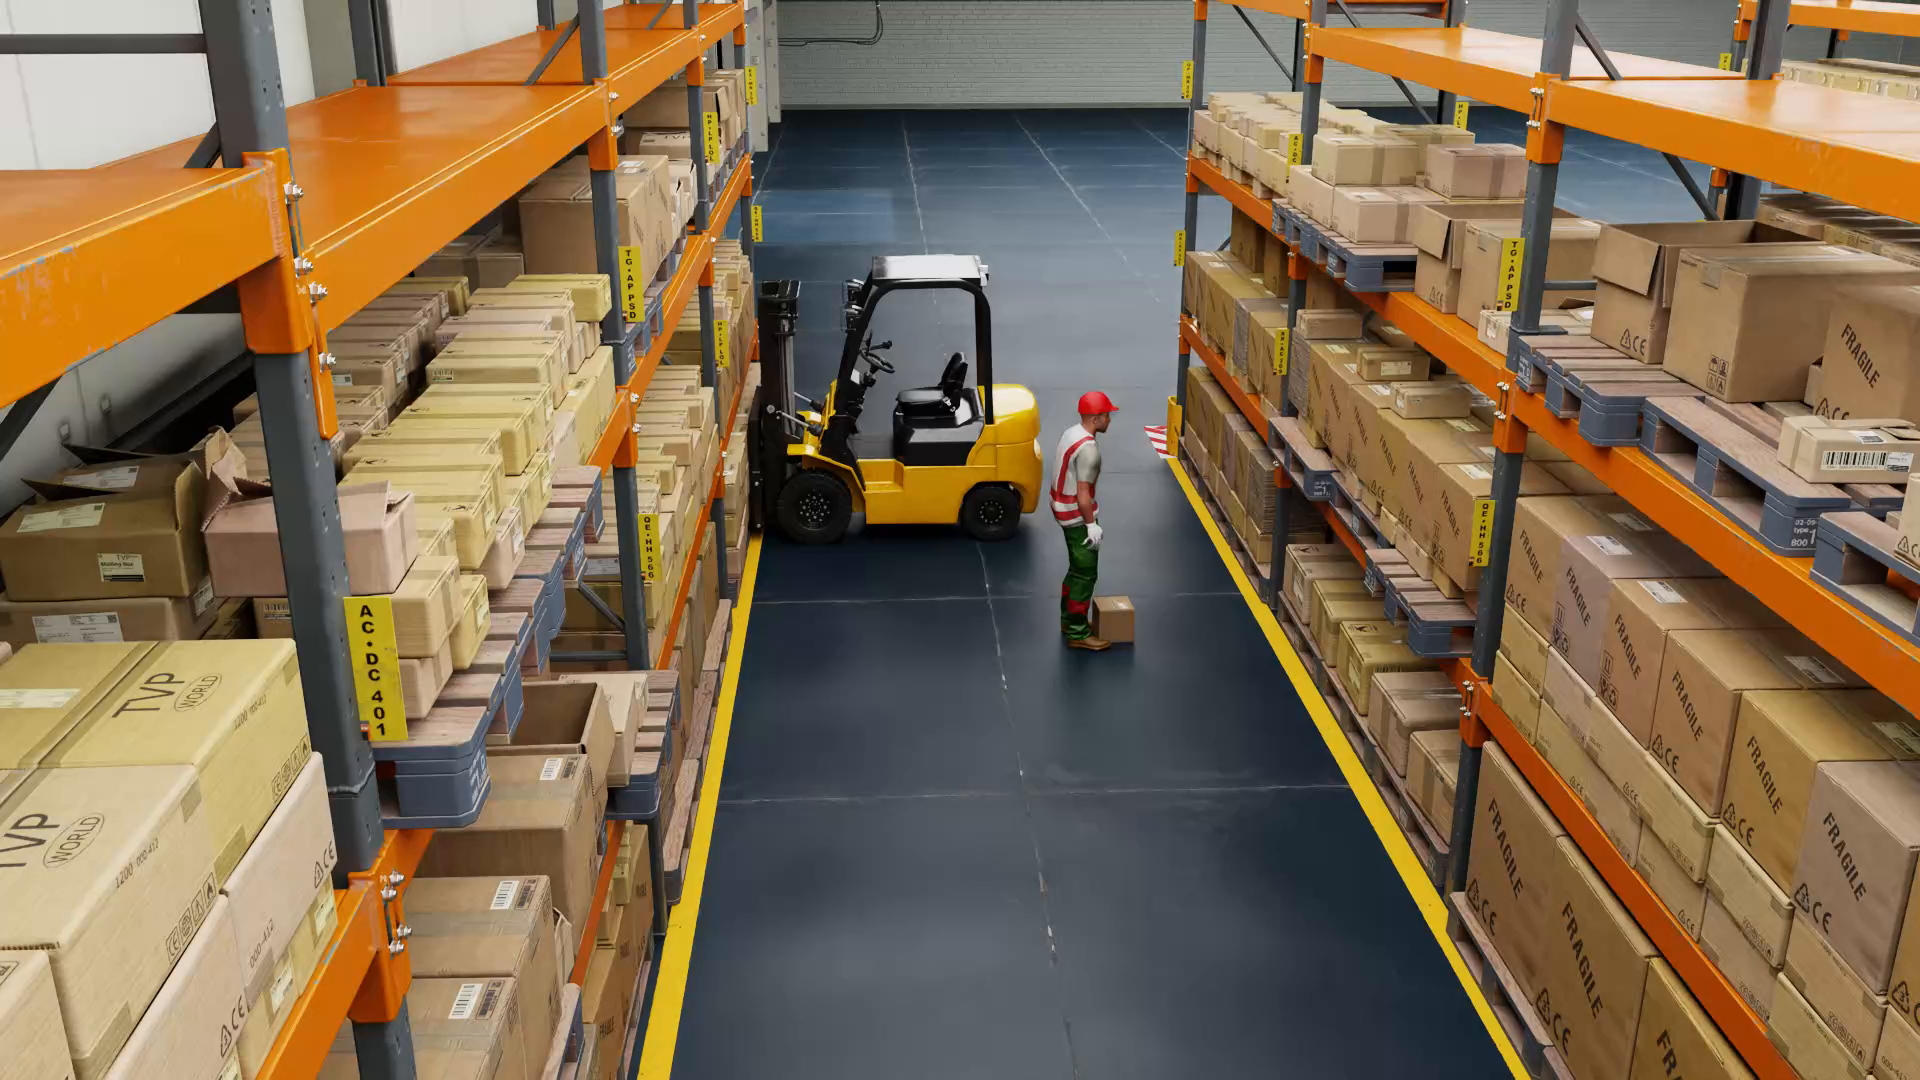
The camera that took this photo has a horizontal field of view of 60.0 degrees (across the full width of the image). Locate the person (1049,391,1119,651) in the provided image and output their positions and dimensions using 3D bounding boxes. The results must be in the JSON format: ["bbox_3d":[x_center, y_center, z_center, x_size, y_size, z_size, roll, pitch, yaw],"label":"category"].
[{"bbox_3d":[0.854,-0.153,11.473,0.453,1.778,0.615,-2,20,-6],"label":"person"}]
